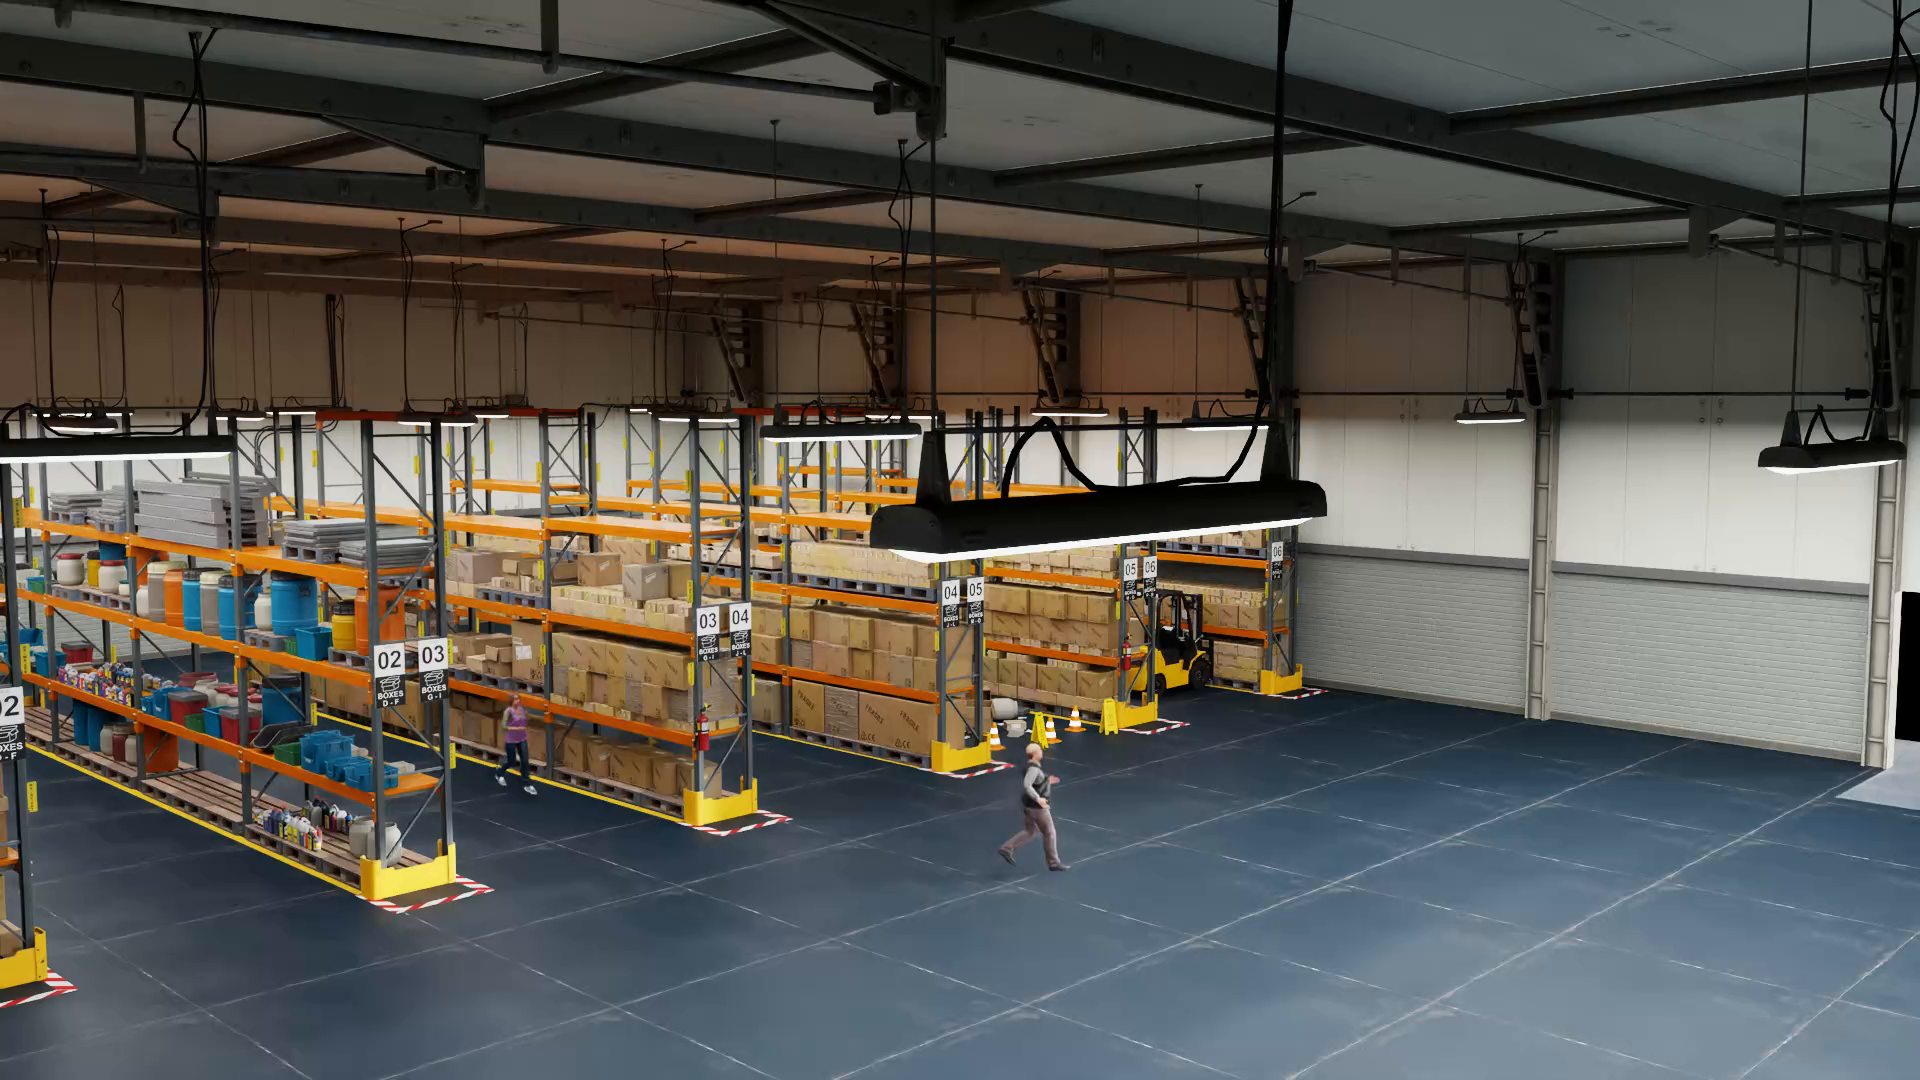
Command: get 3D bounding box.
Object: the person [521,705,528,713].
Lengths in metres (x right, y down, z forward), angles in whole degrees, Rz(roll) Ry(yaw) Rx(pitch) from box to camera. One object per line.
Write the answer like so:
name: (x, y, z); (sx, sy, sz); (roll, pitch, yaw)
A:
person: (-8.373, 2.659, 32.087); (0.530, 1.654, 0.605); (4, 7, 39)

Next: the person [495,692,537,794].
person: (-7.031, 3.188, 26.261); (0.878, 1.596, 0.537); (3, 6, 34)

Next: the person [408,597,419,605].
person: (-12.474, 2.144, 37.692); (0.718, 1.686, 0.592); (-1, 5, -10)

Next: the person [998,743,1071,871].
person: (0.989, 3.518, 21.906); (0.961, 1.698, 0.662); (-1, 5, -13)

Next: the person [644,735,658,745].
person: (-5.527, 2.822, 29.875); (0.589, 1.720, 0.692); (3, 6, 34)
